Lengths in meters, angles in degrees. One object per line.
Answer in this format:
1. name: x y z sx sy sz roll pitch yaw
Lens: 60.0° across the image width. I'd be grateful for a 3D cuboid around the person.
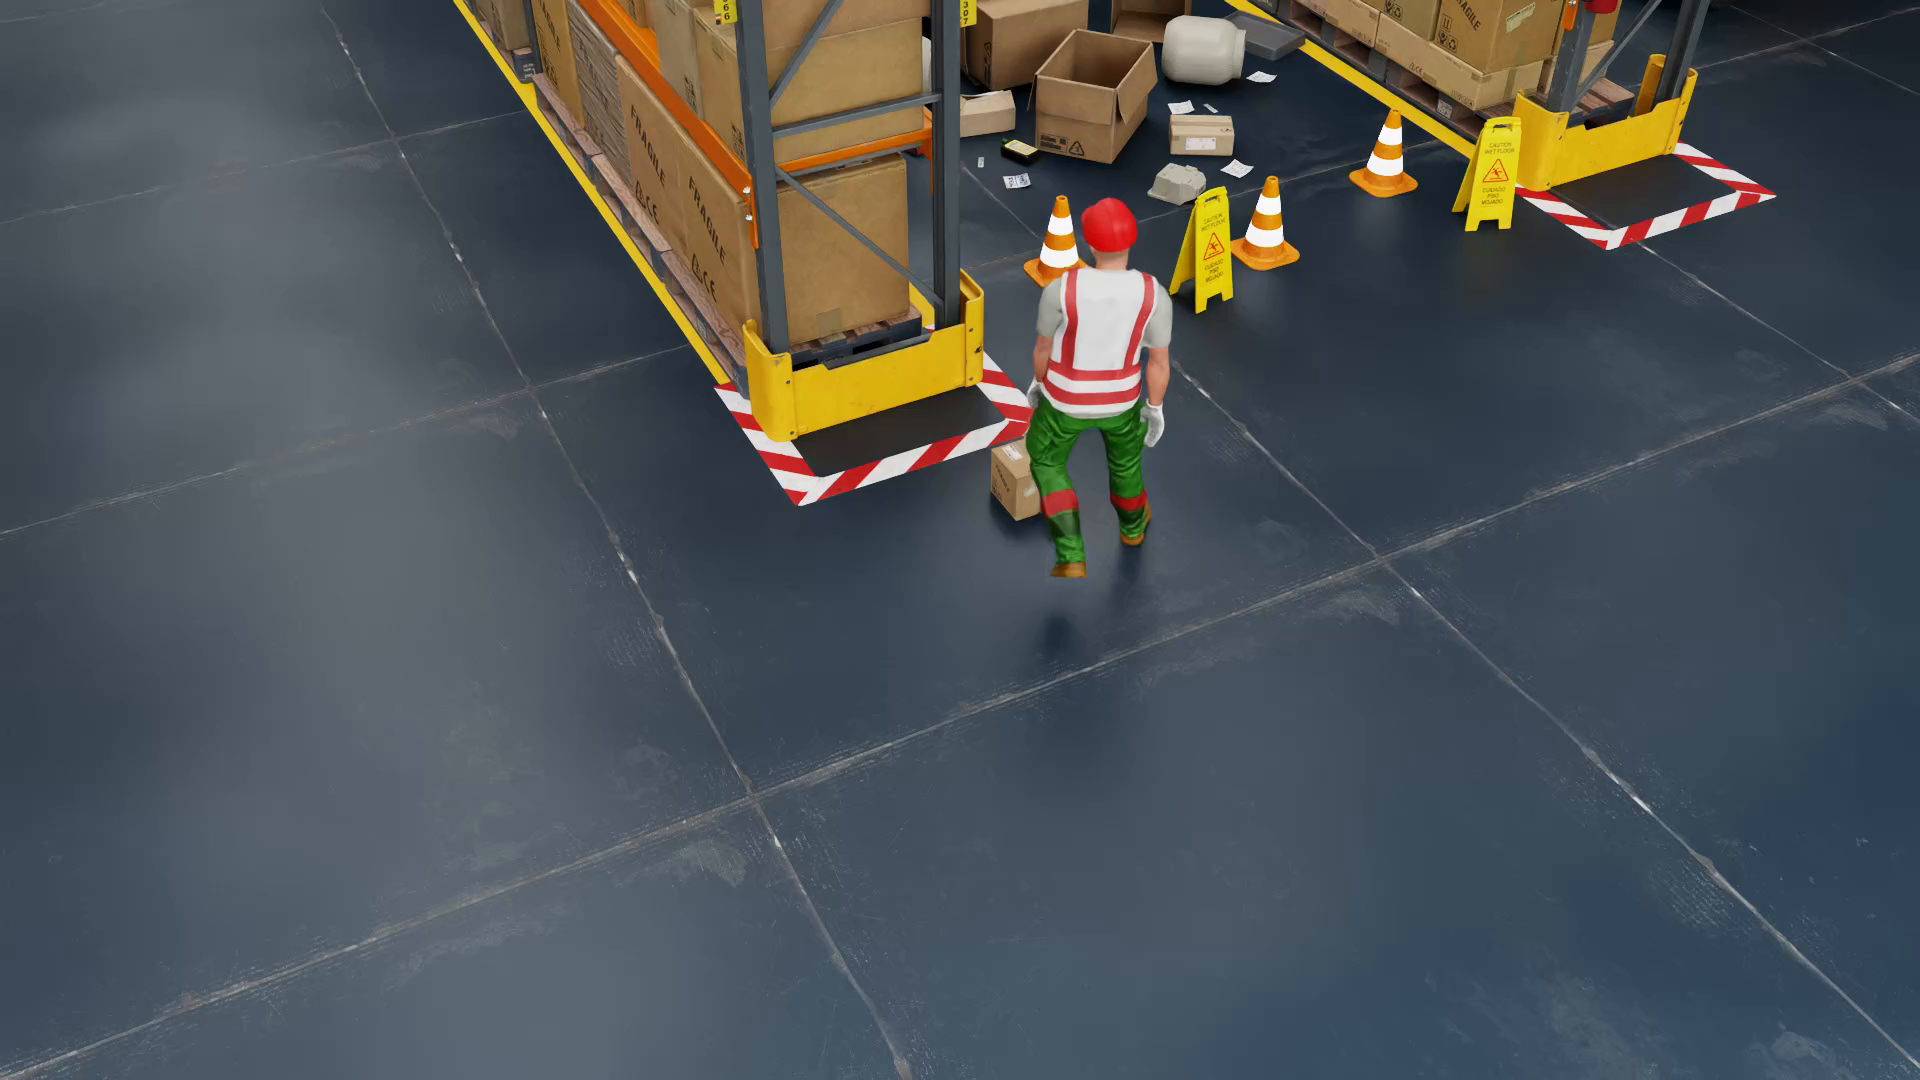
1. person: 0.596 -0.573 6.789 0.617 1.780 0.750 -4 41 -5
